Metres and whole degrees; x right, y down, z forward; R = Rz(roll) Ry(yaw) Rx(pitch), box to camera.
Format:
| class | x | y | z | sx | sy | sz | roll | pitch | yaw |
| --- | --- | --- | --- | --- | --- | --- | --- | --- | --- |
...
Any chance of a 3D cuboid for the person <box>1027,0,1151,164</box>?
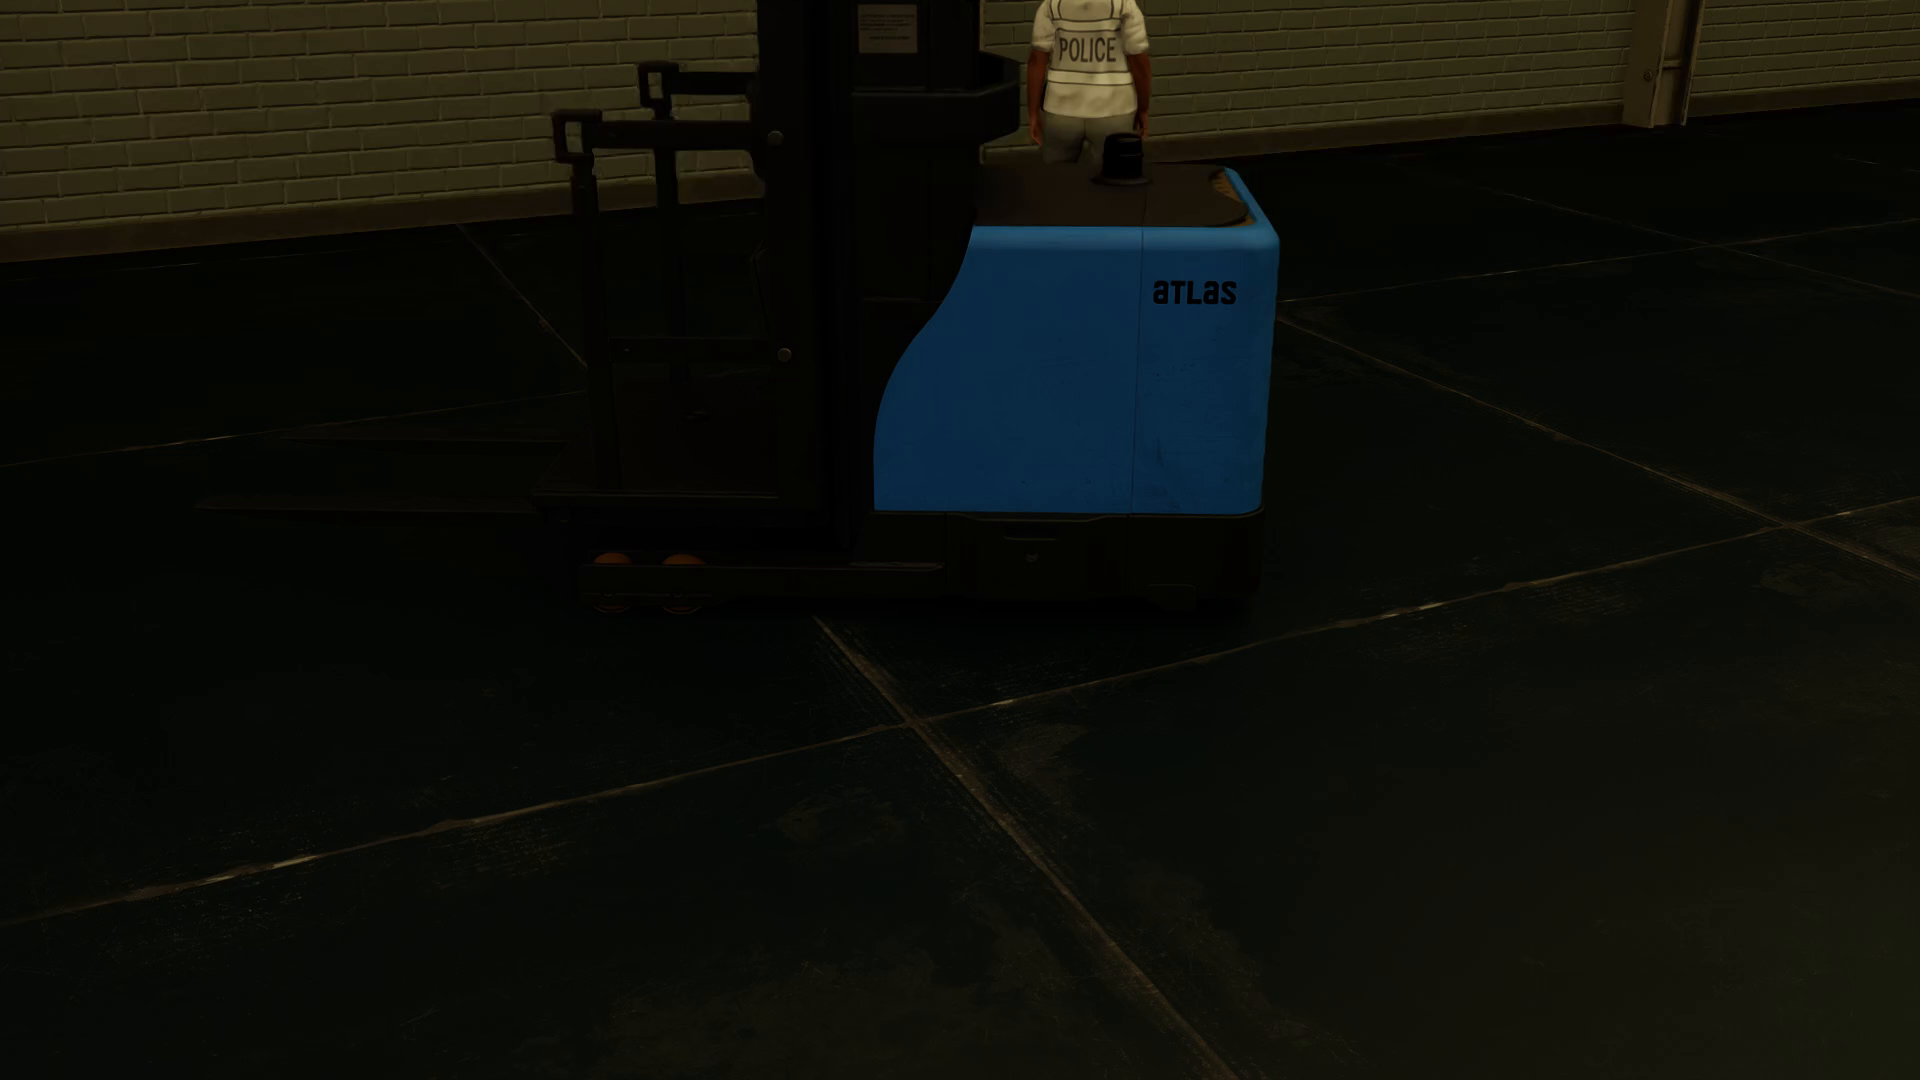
| class | x | y | z | sx | sy | sz | roll | pitch | yaw |
| --- | --- | --- | --- | --- | --- | --- | --- | --- | --- |
| person | 0.598 | -1.945 | 7.713 | 0.577 | 1.707 | 0.520 | 5 | 23 | 12 |

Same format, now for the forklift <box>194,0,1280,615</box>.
| class | x | y | z | sx | sy | sz | roll | pitch | yaw |
| --- | --- | --- | --- | --- | --- | --- | --- | --- | --- |
| forklift | -0.666 | -1.348 | 4.530 | 3.031 | 2.935 | 1.130 | 1 | 23 | 2 |
